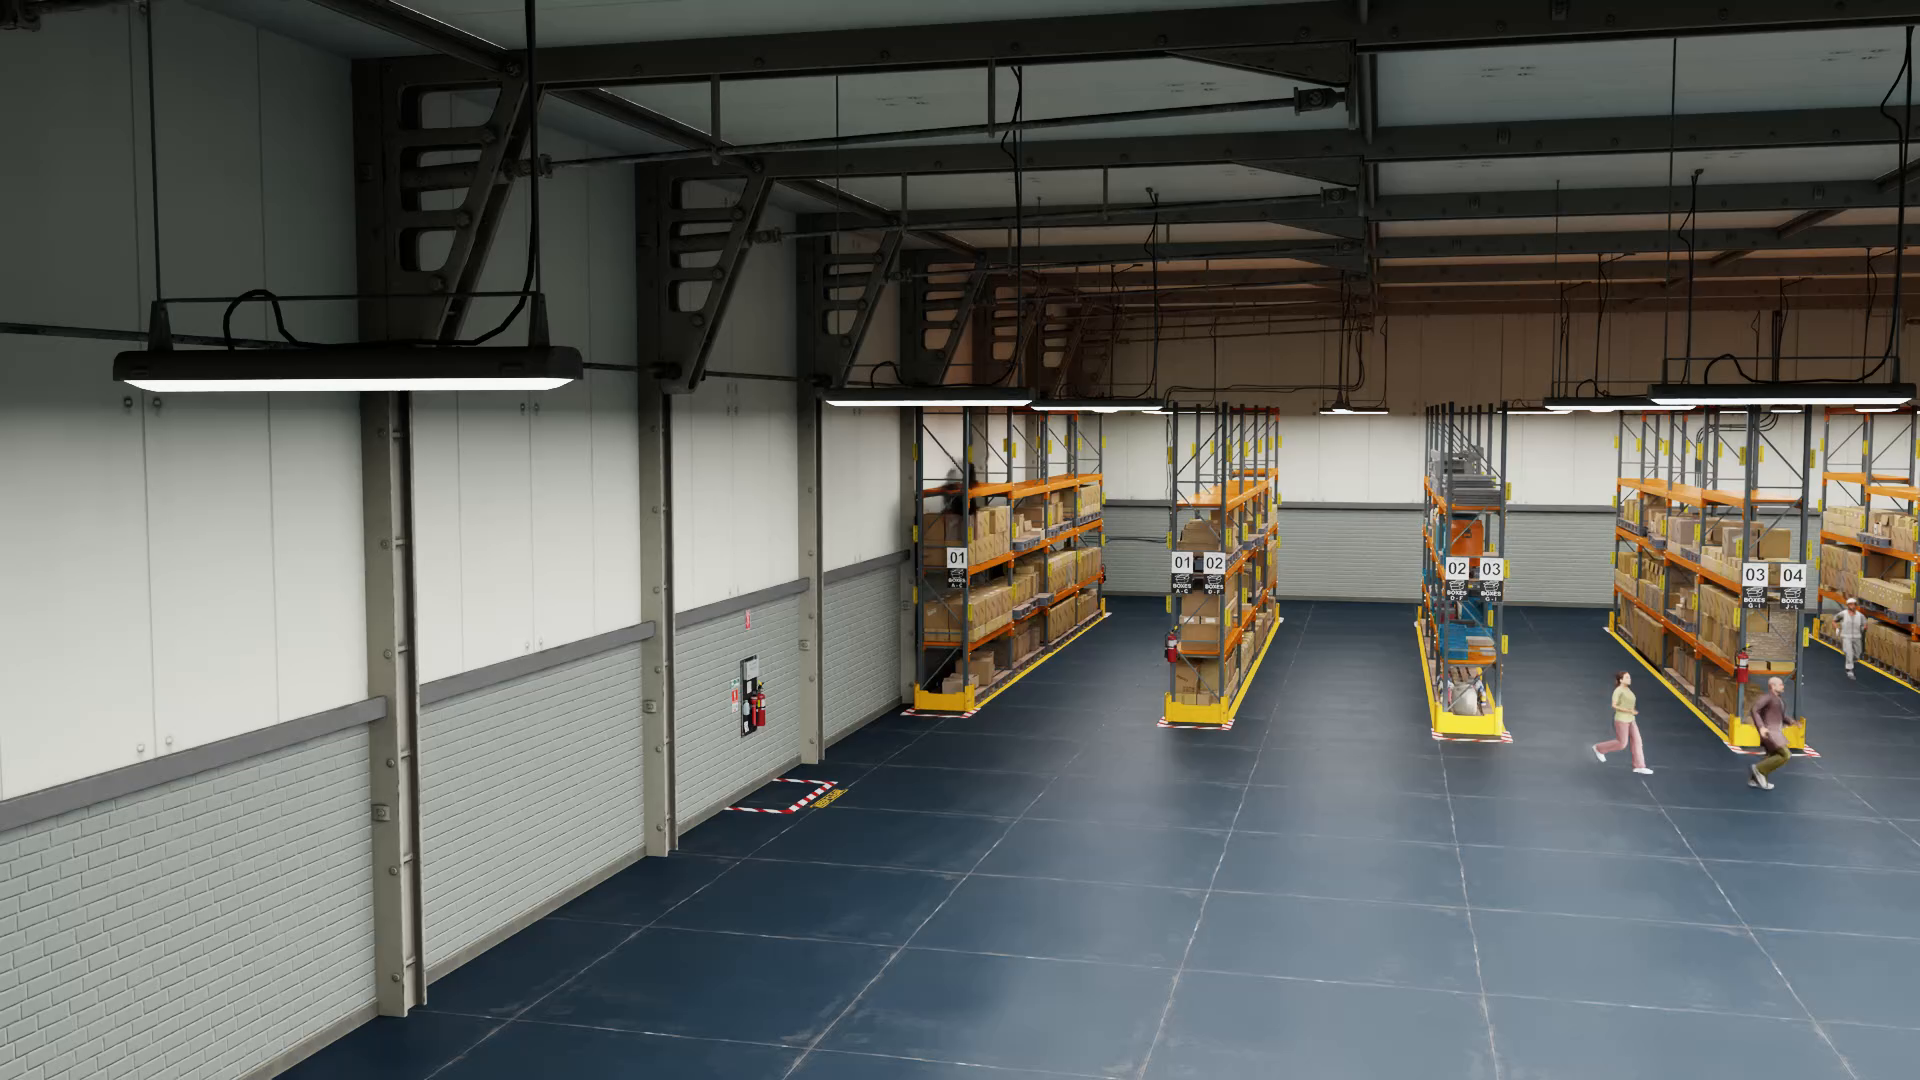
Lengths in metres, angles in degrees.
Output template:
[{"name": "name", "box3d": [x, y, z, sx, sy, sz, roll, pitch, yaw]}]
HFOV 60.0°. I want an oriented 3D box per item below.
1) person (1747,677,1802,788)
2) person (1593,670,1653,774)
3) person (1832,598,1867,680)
[{"name": "person", "box3d": [12.481, 2.966, 25.478, 0.742, 1.734, 0.684, 4, 6, 40]}, {"name": "person", "box3d": [10.719, 2.915, 26.813, 0.592, 1.633, 0.970, -4, 6, -43]}, {"name": "person", "box3d": [19.440, 2.154, 36.317, 0.657, 1.766, 0.928, 1, 4, 11]}]
